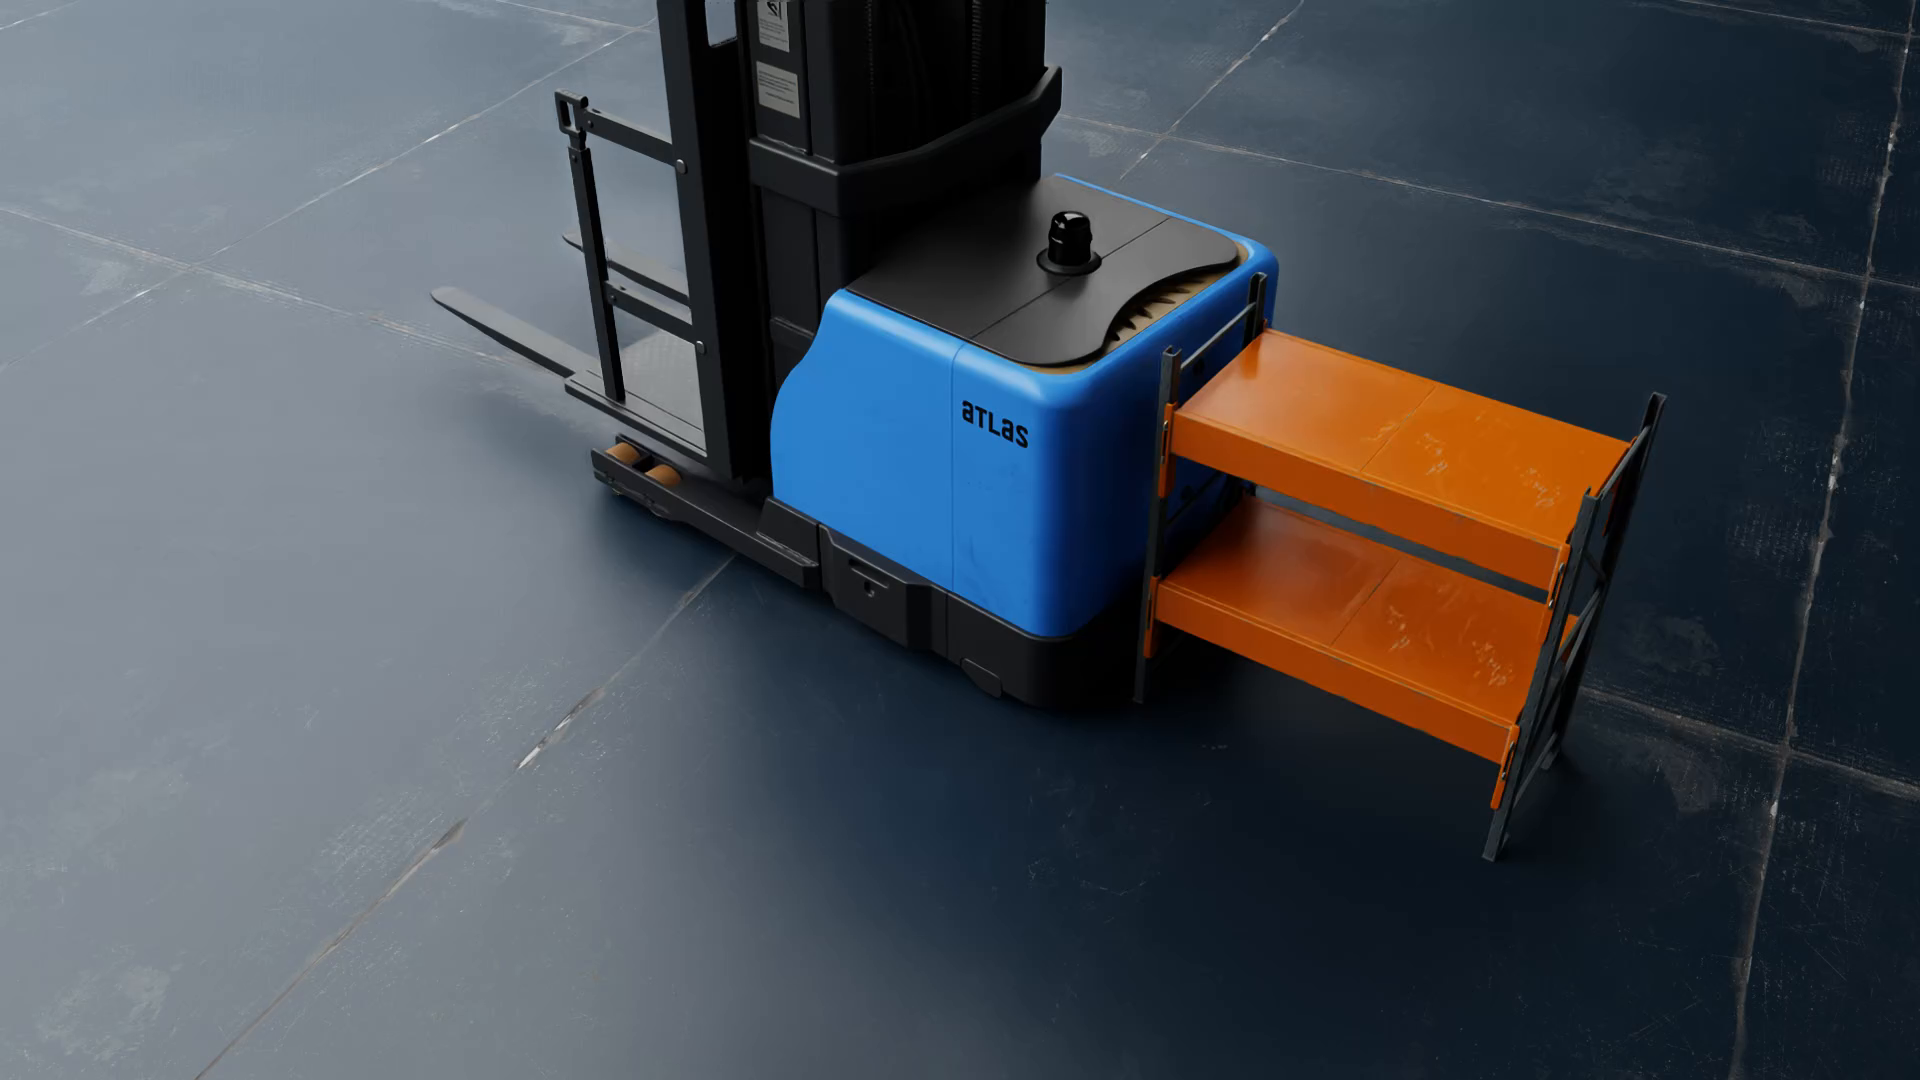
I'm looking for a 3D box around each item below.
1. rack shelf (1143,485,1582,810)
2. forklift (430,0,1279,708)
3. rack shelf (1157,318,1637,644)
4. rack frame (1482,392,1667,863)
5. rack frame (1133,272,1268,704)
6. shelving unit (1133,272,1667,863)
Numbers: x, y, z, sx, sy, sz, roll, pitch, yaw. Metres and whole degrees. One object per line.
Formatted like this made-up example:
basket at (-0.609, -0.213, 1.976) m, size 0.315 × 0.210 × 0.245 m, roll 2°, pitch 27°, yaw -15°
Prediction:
rack shelf at (1.056, 0.253, 4.391) m, size 1.000 × 0.278 × 0.538 m, roll 23°, pitch 43°, yaw 27°
forklift at (-0.565, -1.458, 4.747) m, size 3.031 × 2.935 × 1.130 m, roll 27°, pitch 45°, yaw 31°
rack shelf at (1.056, -0.175, 4.066) m, size 1.000 × 0.278 × 0.538 m, roll 23°, pitch 43°, yaw 27°
rack frame at (1.473, 0.235, 4.011) m, size 0.032 × 1.125 × 0.500 m, roll 23°, pitch 43°, yaw 27°
rack frame at (0.640, -0.118, 4.475) m, size 0.032 × 1.125 × 0.500 m, roll 23°, pitch 43°, yaw 27°
shelving unit at (1.056, 0.058, 4.243) m, size 1.048 × 1.125 × 0.538 m, roll 23°, pitch 43°, yaw 27°
